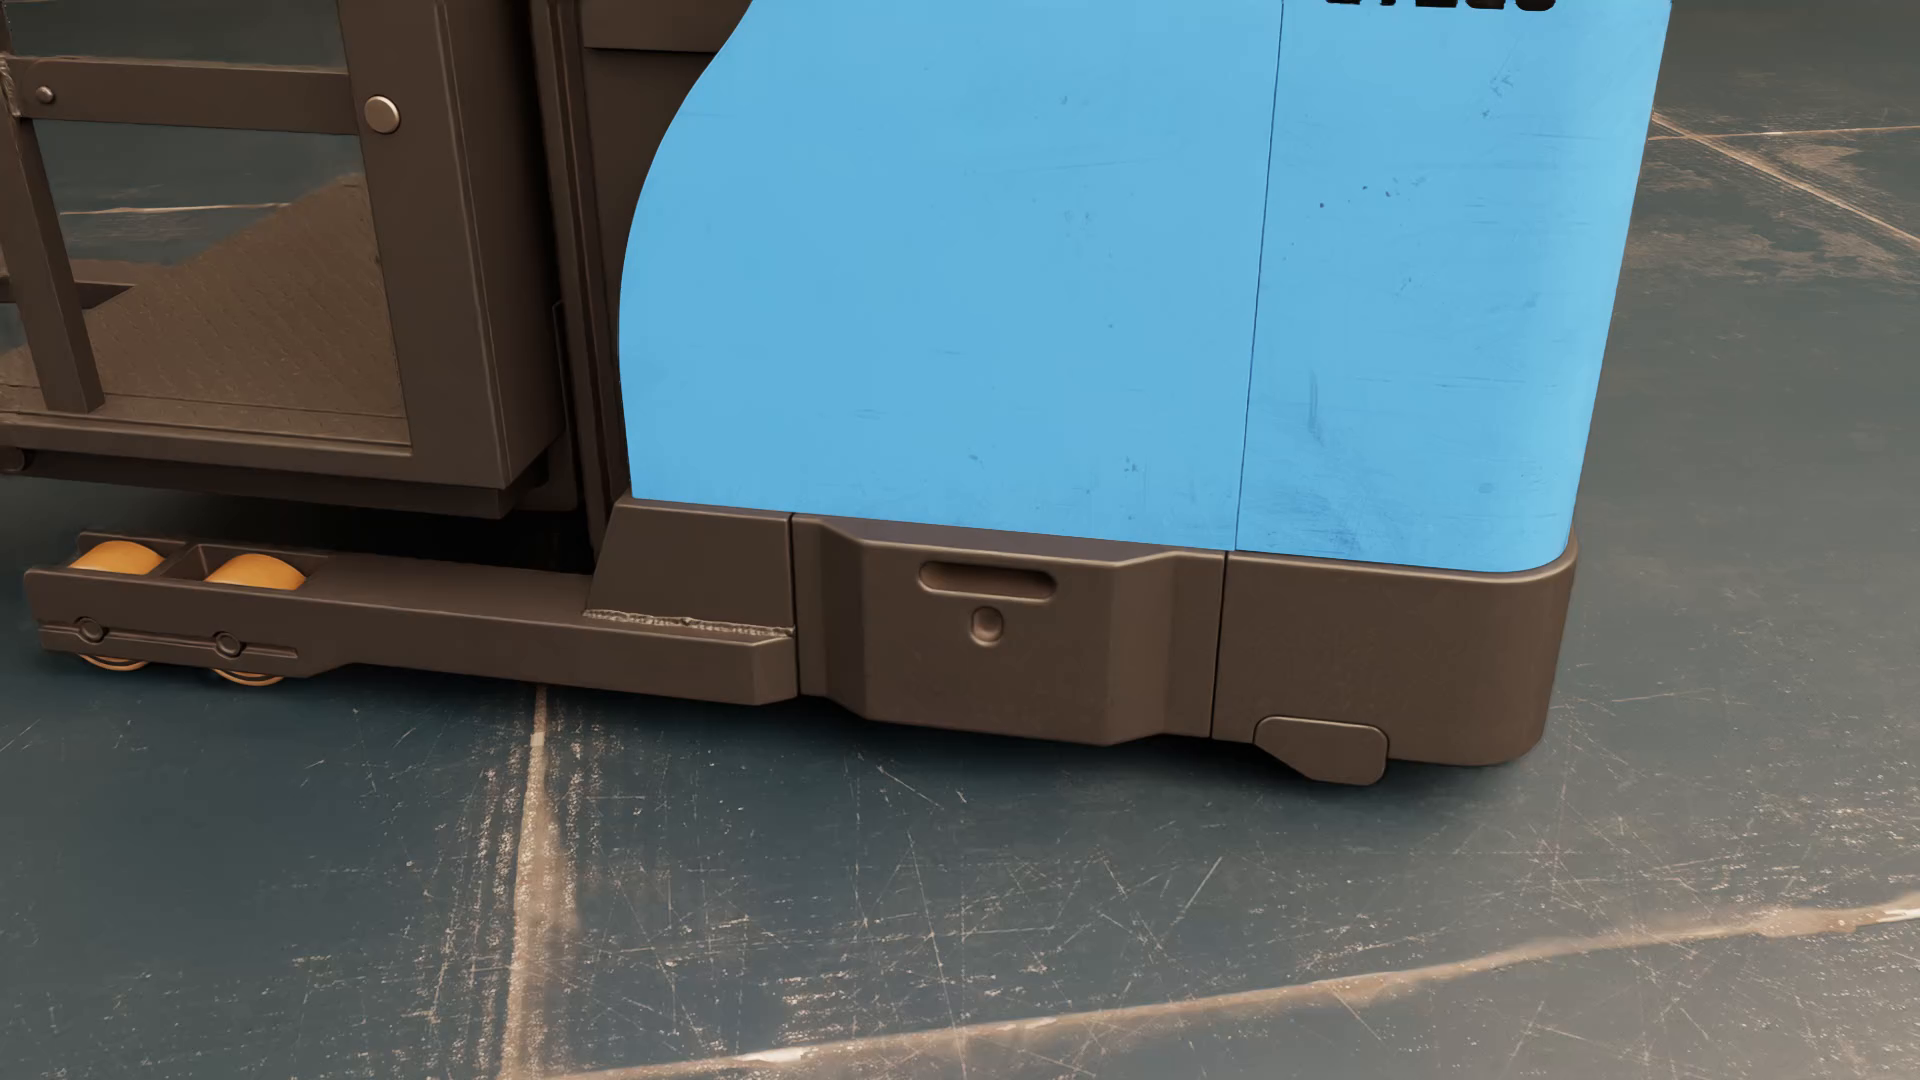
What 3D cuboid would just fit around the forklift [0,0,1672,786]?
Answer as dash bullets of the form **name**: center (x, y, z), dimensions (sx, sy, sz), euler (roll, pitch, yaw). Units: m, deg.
- **forklift**: center (-0.729, -1.343, 1.904), dimensions (3.031, 2.935, 1.130), euler (5, 28, 10)
